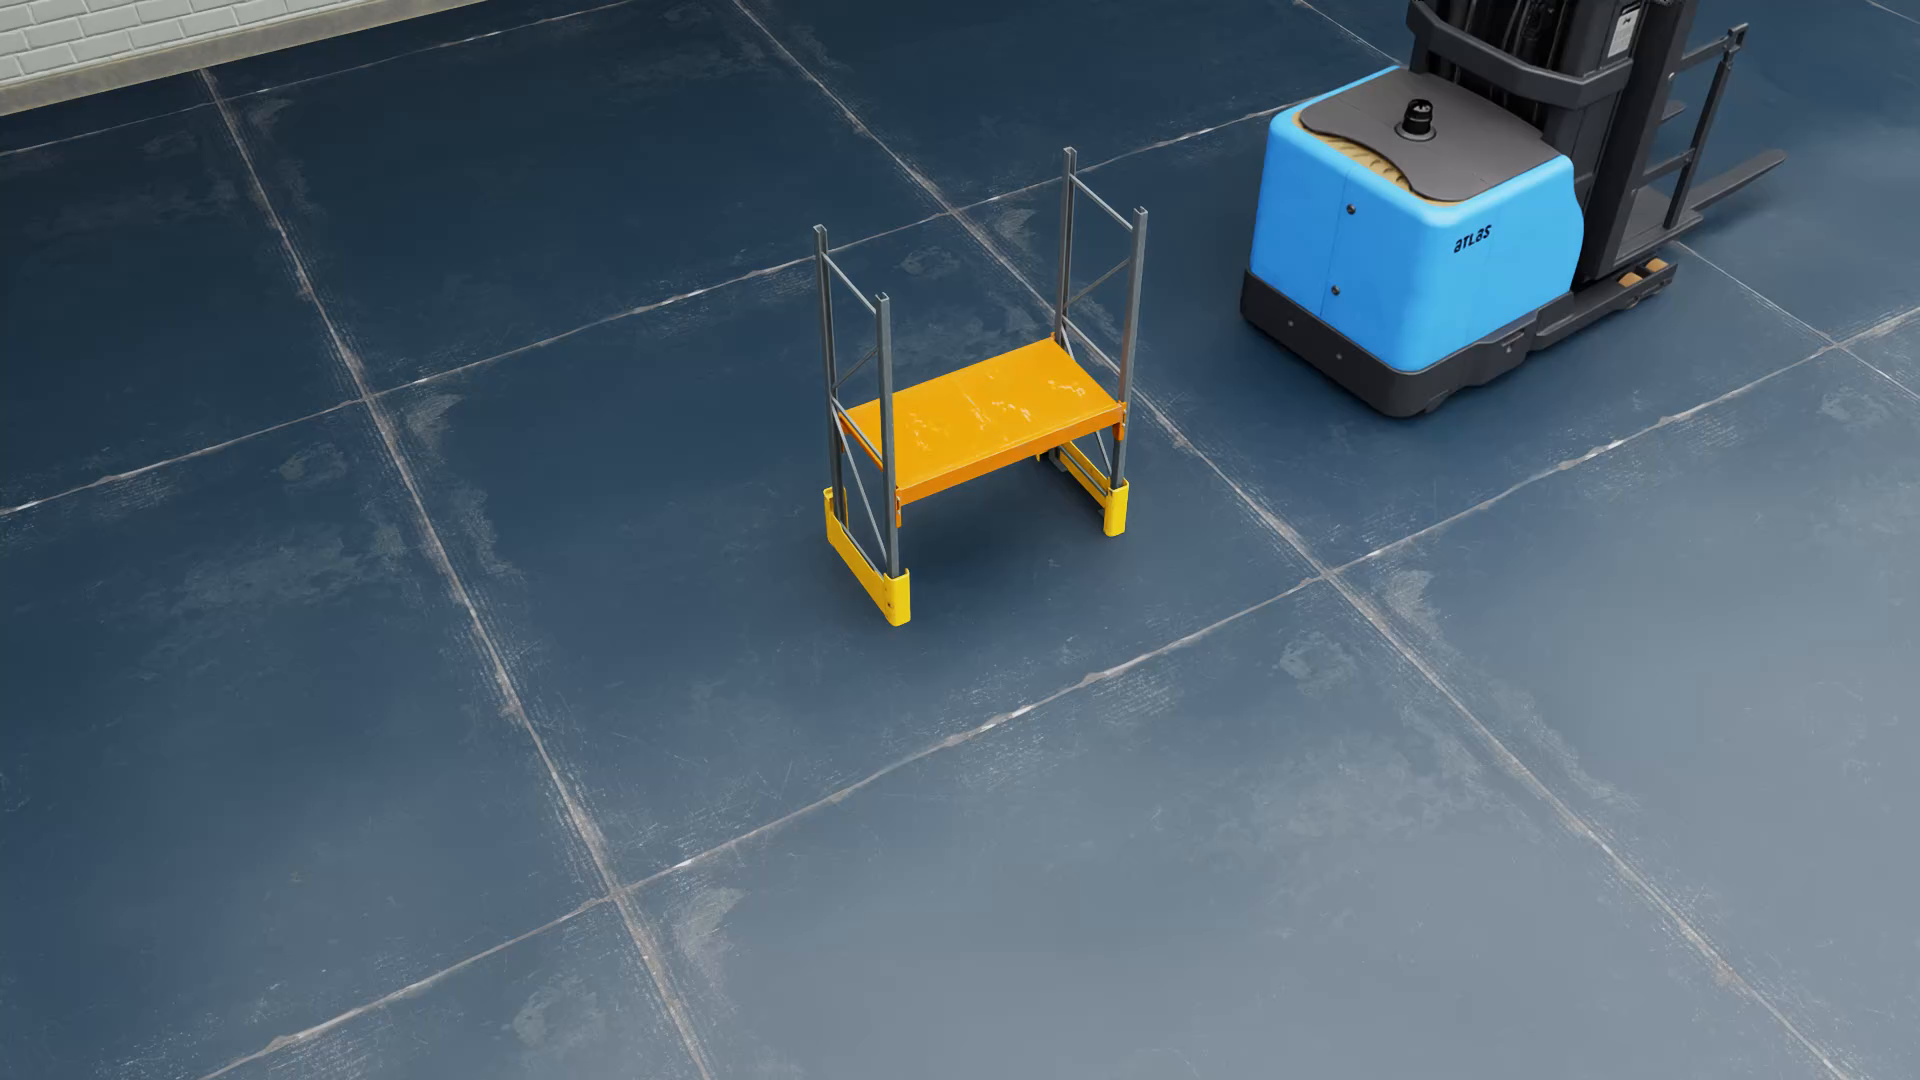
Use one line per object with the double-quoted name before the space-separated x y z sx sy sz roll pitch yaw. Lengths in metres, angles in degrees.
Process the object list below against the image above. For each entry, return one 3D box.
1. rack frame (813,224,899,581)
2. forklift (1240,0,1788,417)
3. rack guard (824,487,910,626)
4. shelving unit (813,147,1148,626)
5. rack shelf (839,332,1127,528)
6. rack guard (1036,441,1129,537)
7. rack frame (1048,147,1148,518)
"rack frame" -0.367 -0.391 6.076 0.032 1.500 0.500 -22 48 -21
"forklift" 2.793 -2.419 7.138 3.031 2.935 1.130 -27 50 -25
"rack guard" -0.366 0.057 6.512 0.087 0.250 0.587 -22 48 -21
"shelving unit" 0.066 -0.565 6.255 1.083 1.500 0.587 -22 48 -21
"rack shelf" 0.074 -0.439 6.383 1.000 0.185 0.538 -22 48 -21
"rack guard" 0.498 -0.289 6.868 0.087 0.250 0.587 -22 48 -21
"rack frame" 0.515 -0.744 6.440 0.032 1.500 0.500 -22 48 -21
